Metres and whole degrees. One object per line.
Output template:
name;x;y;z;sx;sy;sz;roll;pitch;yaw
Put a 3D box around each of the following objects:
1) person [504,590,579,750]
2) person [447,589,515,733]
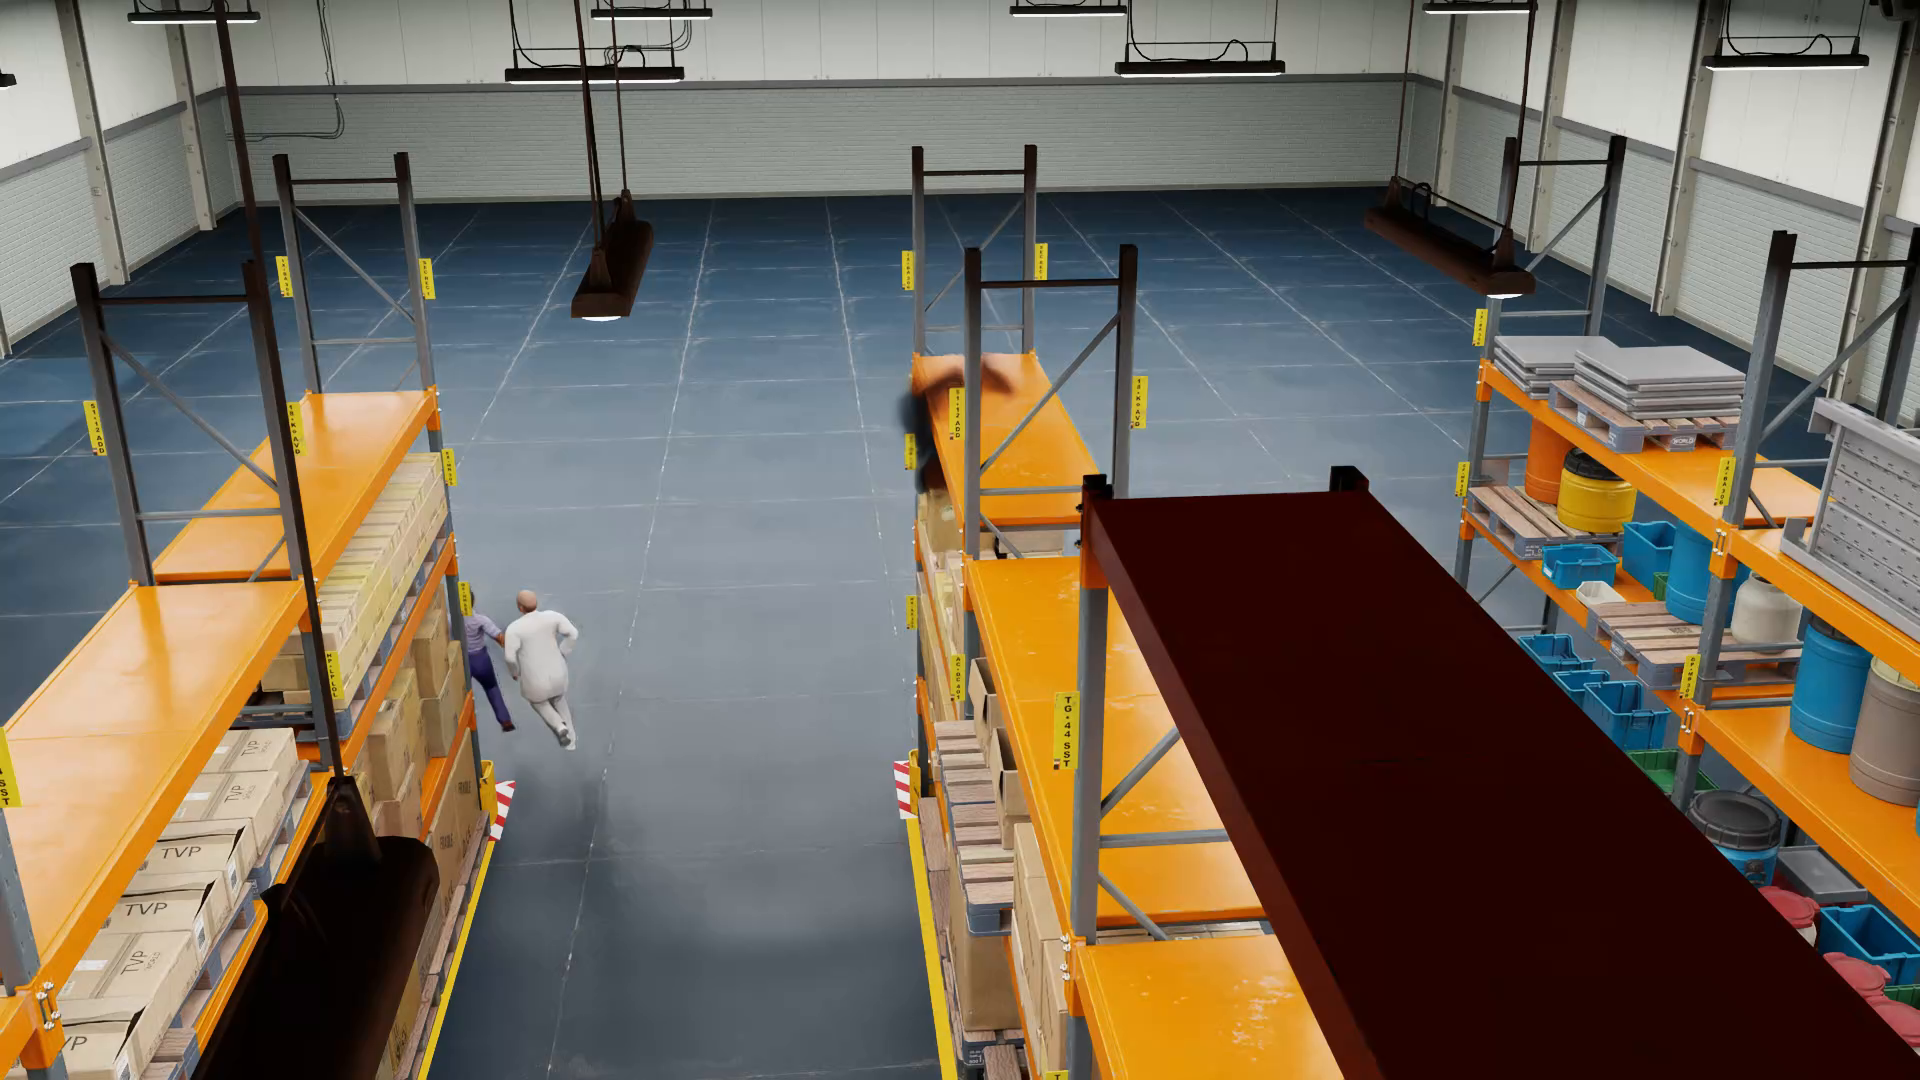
person;-3.931;1.256;15.650;0.754;1.715;0.603;-14;26;-32
person;-4.758;1.163;16.128;0.813;1.599;0.687;-8;23;-19
